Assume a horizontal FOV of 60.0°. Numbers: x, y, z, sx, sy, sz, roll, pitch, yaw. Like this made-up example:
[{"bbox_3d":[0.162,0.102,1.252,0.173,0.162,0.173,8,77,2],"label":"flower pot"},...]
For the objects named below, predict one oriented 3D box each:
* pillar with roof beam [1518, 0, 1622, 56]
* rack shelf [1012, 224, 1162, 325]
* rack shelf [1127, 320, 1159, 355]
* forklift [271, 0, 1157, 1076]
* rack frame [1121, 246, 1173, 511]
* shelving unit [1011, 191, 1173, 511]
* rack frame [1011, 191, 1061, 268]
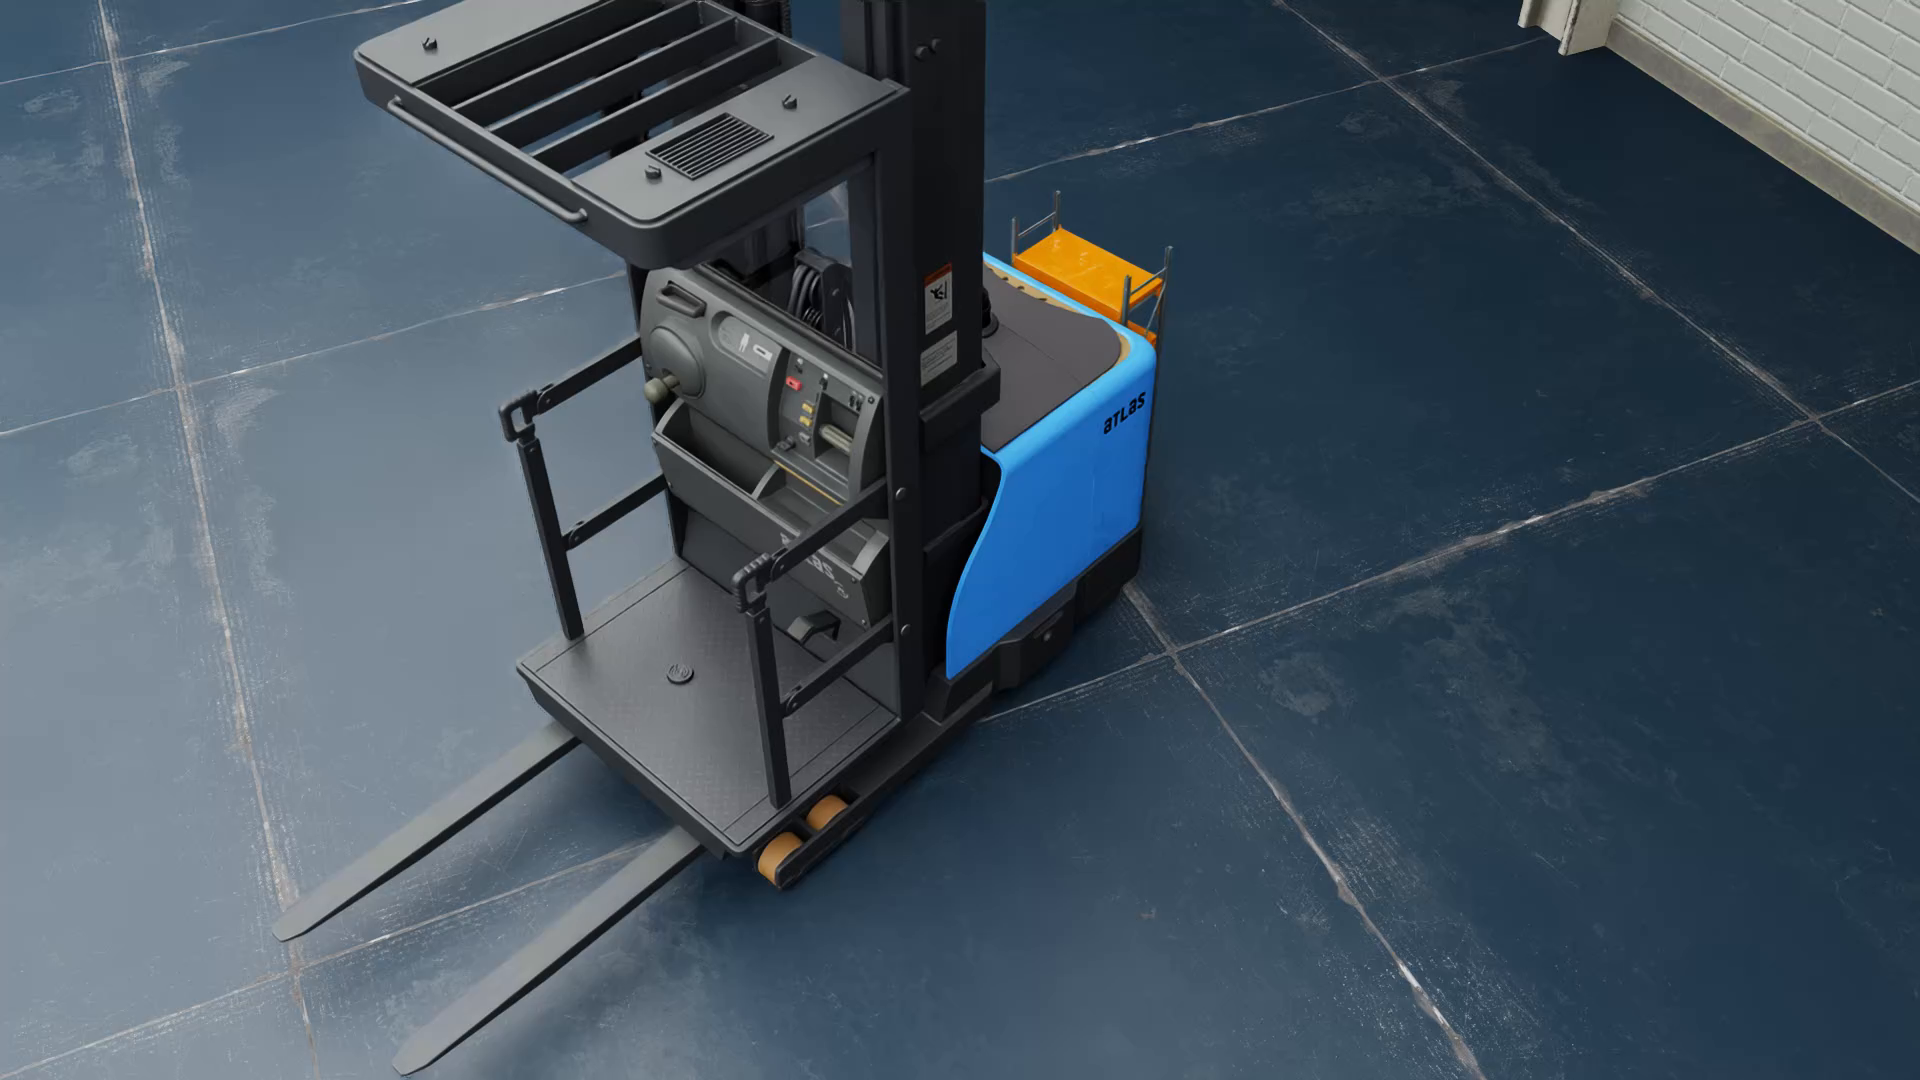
[{"bbox_3d":[-0.628,-4.685,4.591,9.100,9.000,0.400,-18,47,-17],"label":"pillar with roof beam"},{"bbox_3d":[0.442,-0.884,5.732,0.480,0.148,0.258,33,53,29],"label":"rack shelf"},{"bbox_3d":[0.442,-0.715,5.898,0.480,0.148,0.258,33,53,29],"label":"rack shelf"},{"bbox_3d":[-0.716,-0.381,4.550,1.130,2.935,3.031,33,53,29],"label":"forklift"},{"bbox_3d":[0.621,-0.487,5.890,0.015,1.200,0.240,33,53,29],"label":"rack frame"},{"bbox_3d":[0.442,-0.604,6.008,0.503,1.200,0.258,33,53,29],"label":"shelving unit"},{"bbox_3d":[0.263,-0.720,6.125,0.015,1.200,0.240,33,53,29],"label":"rack frame"}]
